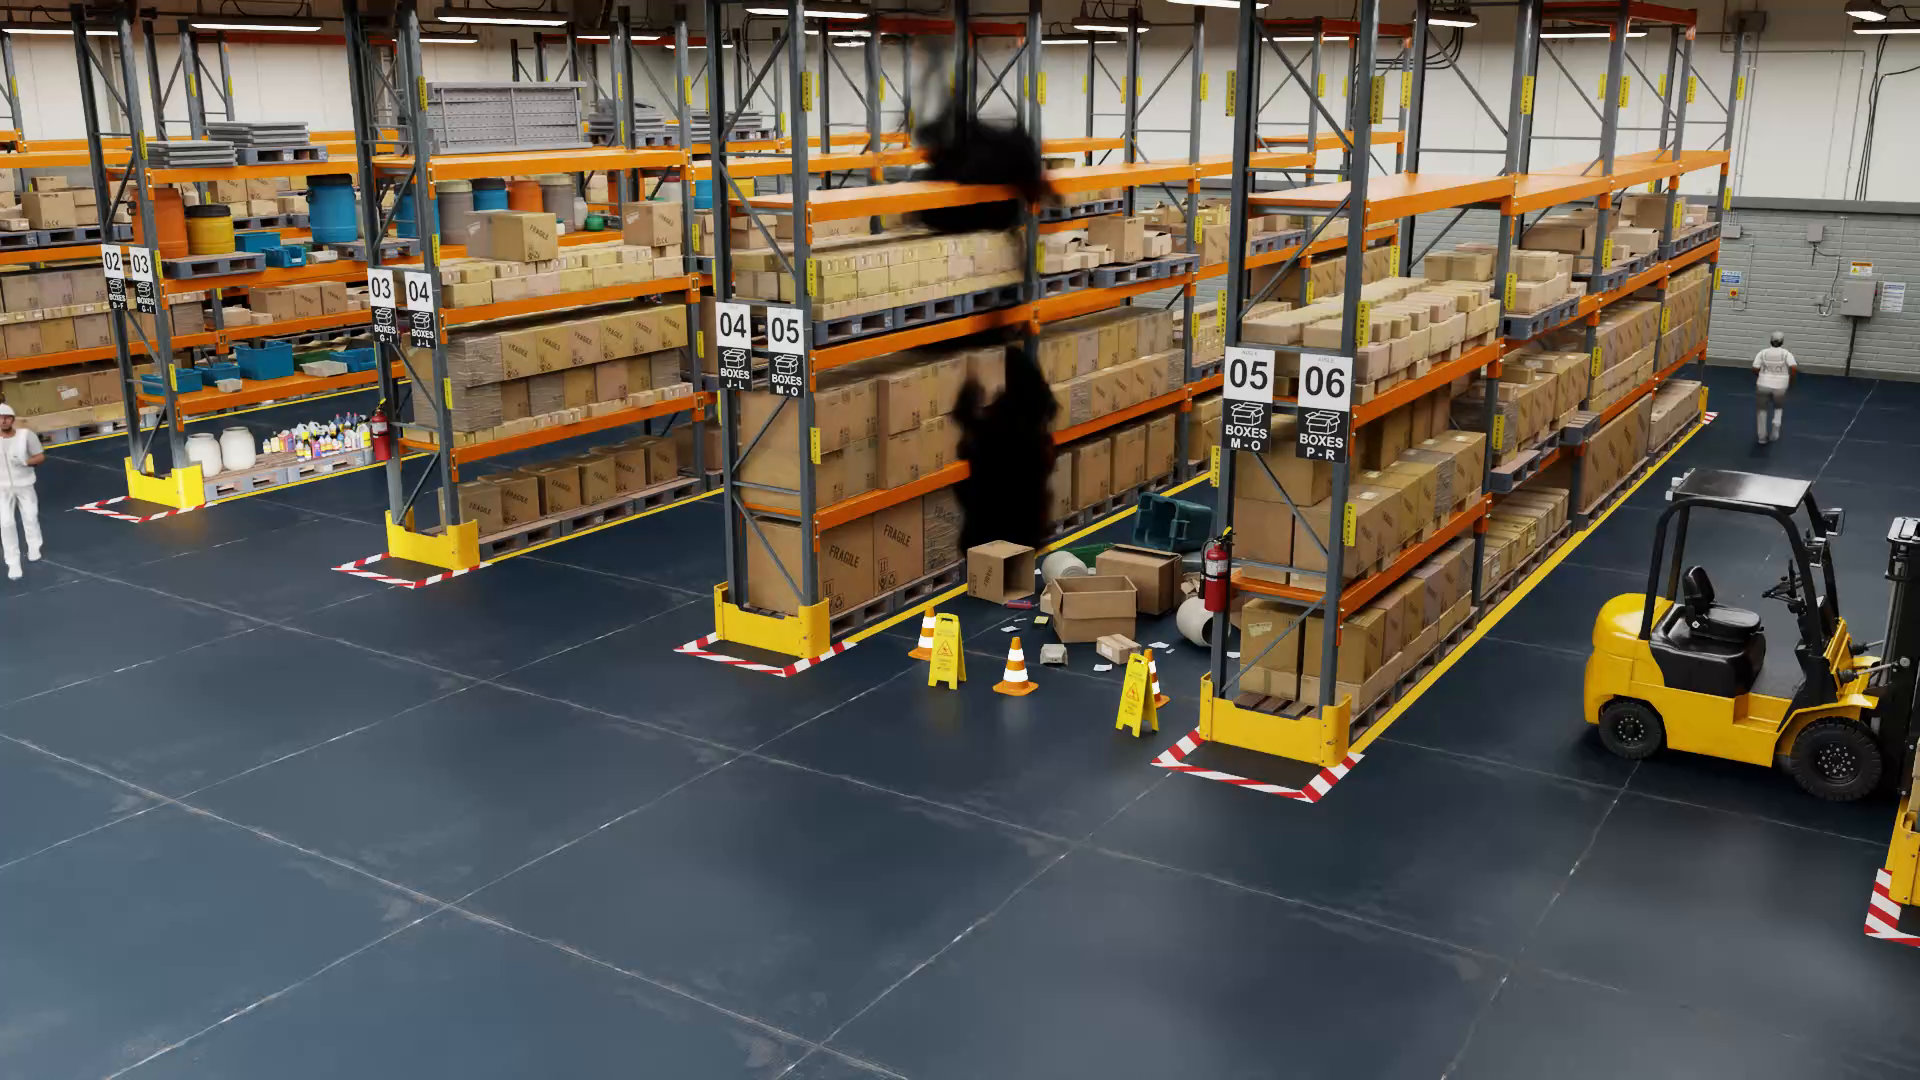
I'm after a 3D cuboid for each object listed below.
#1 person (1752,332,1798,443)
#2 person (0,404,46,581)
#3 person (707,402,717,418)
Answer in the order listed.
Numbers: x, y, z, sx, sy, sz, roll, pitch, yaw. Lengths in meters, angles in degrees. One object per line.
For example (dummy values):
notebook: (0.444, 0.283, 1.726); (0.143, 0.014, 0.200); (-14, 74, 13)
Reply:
person: (11.801, -2.222, 24.151); (0.593, 1.626, 0.574); (7, 17, 24)
person: (-10.150, -0.558, 17.848); (0.674, 1.831, 0.842); (-8, 17, -25)
person: (-3.808, -2.494, 25.327); (0.537, 1.560, 0.506); (6, 17, 20)
